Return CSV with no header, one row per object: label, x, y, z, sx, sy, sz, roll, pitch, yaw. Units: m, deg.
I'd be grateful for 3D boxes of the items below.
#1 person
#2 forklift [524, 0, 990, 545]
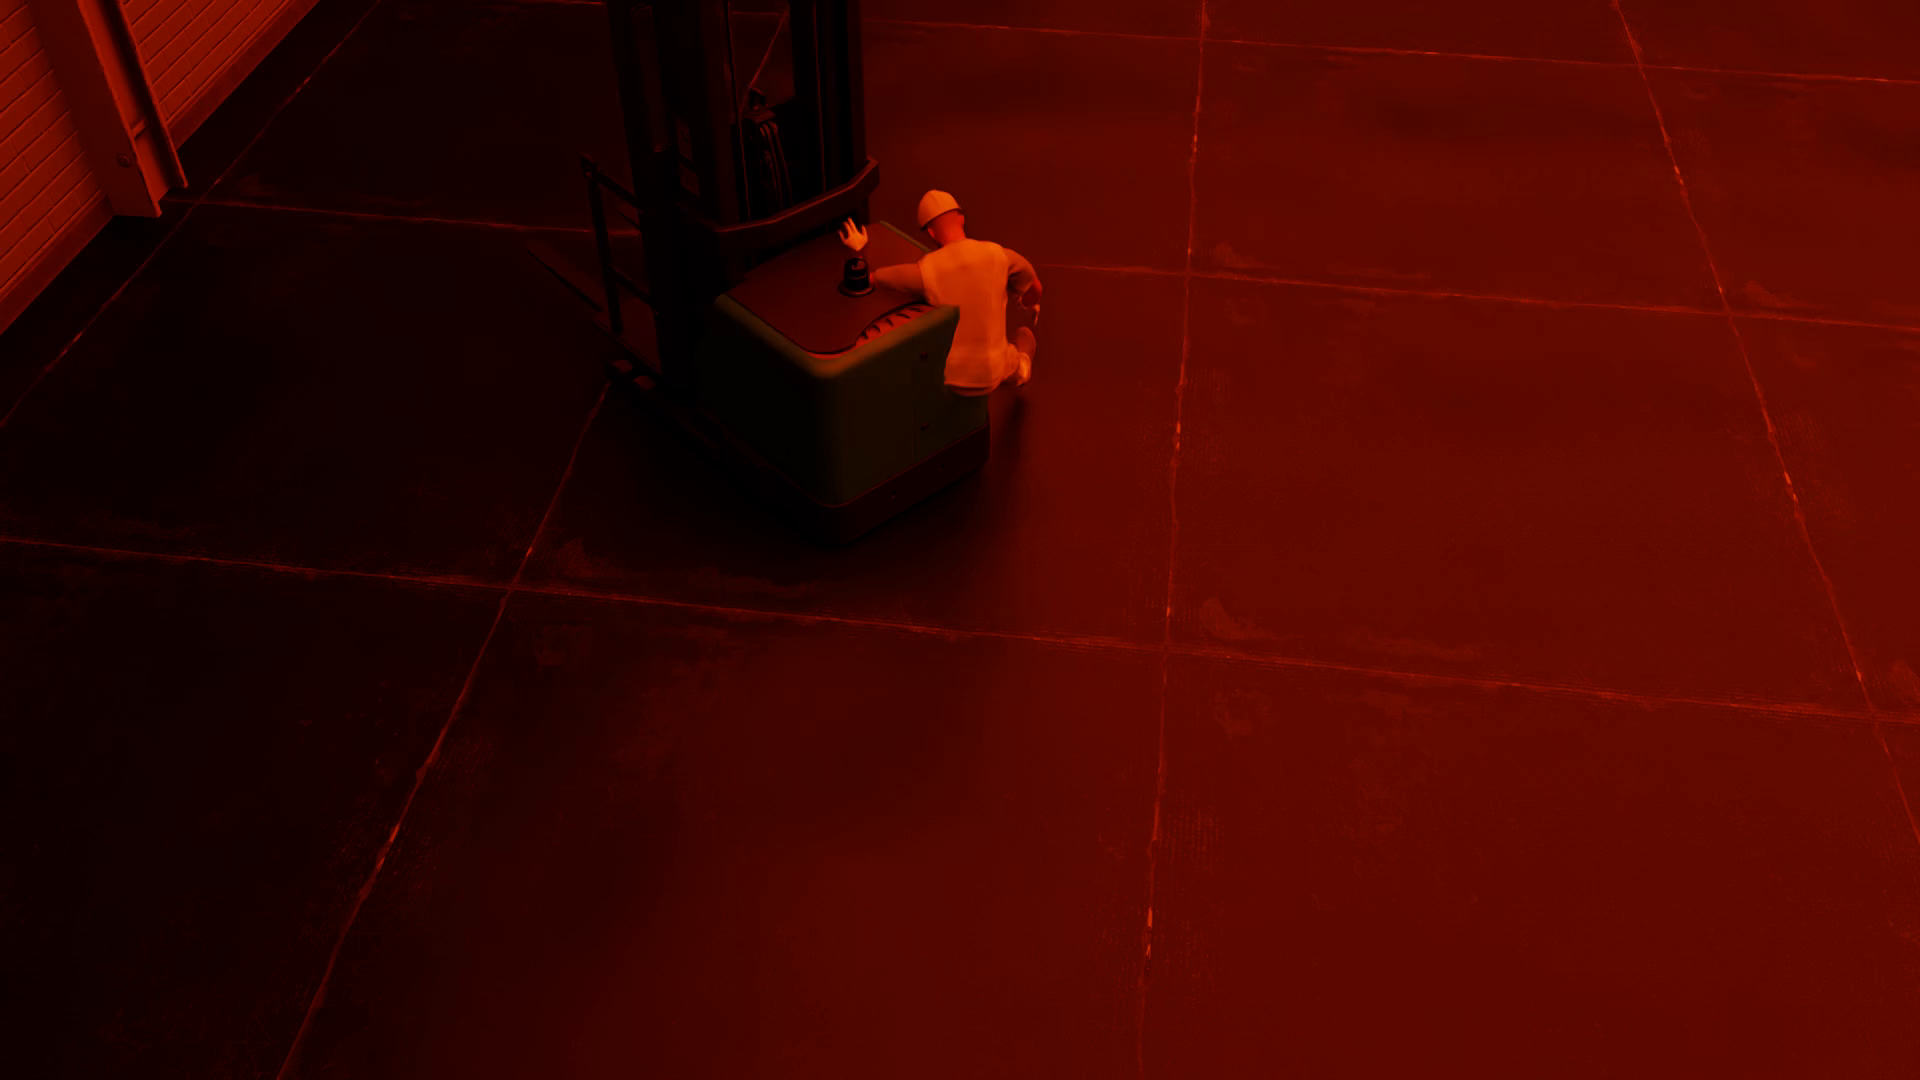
person,-0.108,-1.052,7.955,1.102,1.421,1.069,-3,43,-4
forklift,-1.207,-1.972,7.871,1.130,2.935,3.031,-31,51,-29
